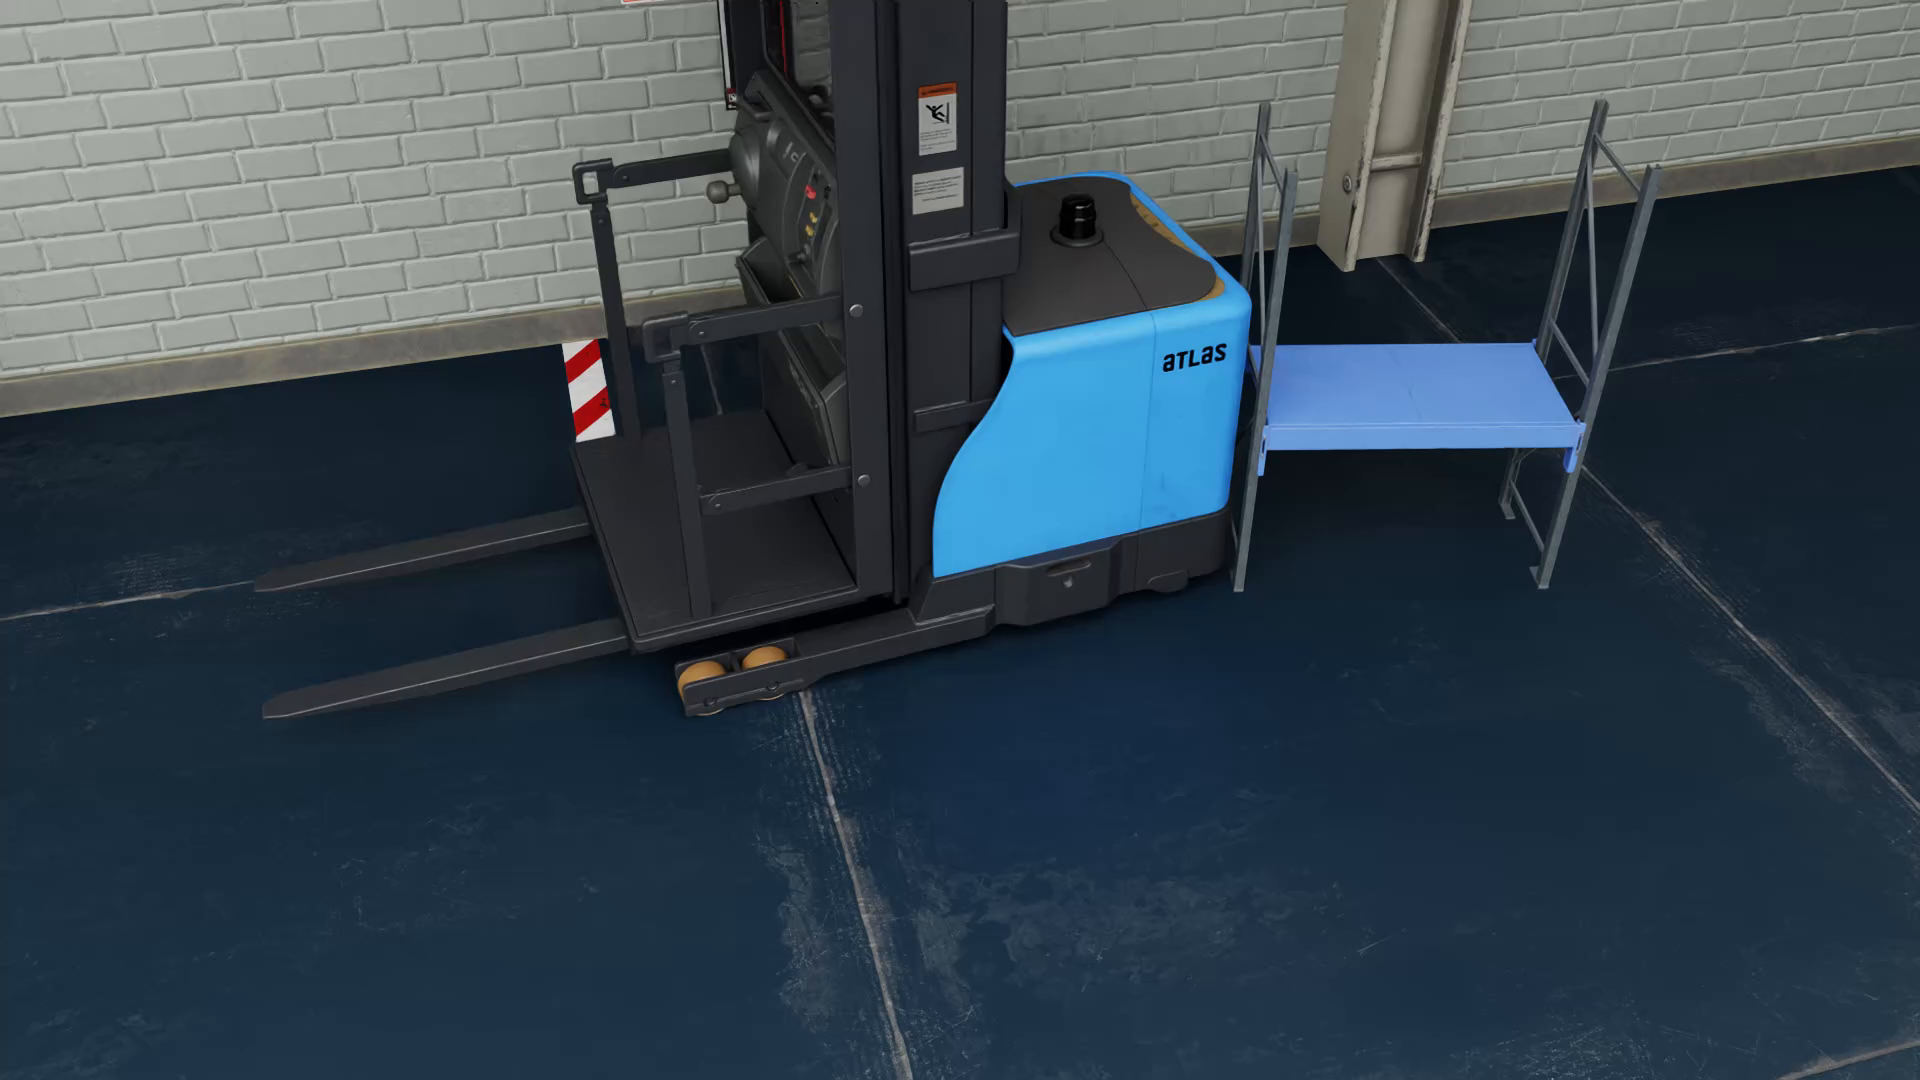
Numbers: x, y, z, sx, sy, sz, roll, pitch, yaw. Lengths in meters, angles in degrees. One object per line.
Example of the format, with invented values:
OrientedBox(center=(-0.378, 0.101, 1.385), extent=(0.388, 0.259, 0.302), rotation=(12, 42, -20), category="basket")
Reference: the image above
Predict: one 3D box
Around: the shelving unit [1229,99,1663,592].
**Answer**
OrientedBox(center=(1.430, -0.579, 5.273), extent=(1.048, 1.500, 0.538), rotation=(-1, 37, -1), category="shelving unit")

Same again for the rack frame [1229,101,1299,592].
OrientedBox(center=(0.921, -0.574, 5.266), extent=(0.032, 1.500, 0.500), rotation=(-1, 37, -1), category="rack frame")

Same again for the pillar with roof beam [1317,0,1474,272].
OrientedBox(center=(2.952, -2.346, 1.410), extent=(0.400, 9.000, 9.100), rotation=(-9, 38, -12), category="pillar with roof beam")

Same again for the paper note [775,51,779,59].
OrientedBox(center=(-0.755, -1.782, 6.335), extent=(0.142, 0.148, 0.016), rotation=(-9, 38, -12), category="paper note")

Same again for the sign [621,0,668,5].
OrientedBox(center=(-1.126, -2.106, 6.005), extent=(0.234, 0.329, 0.001), rotation=(-9, 38, -12), category="sign")

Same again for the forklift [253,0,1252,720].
OrientedBox(center=(-0.682, -0.994, 4.637), extent=(3.031, 2.935, 1.130), rotation=(-13, 39, -16), category="forklift")

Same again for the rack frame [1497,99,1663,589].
OrientedBox(center=(1.938, -0.584, 5.280), extent=(0.032, 1.500, 0.500), rotation=(-1, 37, -1), category="rack frame")

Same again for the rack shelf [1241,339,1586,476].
OrientedBox(center=(1.430, -0.436, 5.382), extent=(1.000, 0.185, 0.538), rotation=(-1, 37, -1), category="rack shelf")

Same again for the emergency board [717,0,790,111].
OrientedBox(center=(-0.566, -2.119, 6.051), extent=(0.643, 1.169, 0.194), rotation=(-9, 38, -12), category="emergency board")
